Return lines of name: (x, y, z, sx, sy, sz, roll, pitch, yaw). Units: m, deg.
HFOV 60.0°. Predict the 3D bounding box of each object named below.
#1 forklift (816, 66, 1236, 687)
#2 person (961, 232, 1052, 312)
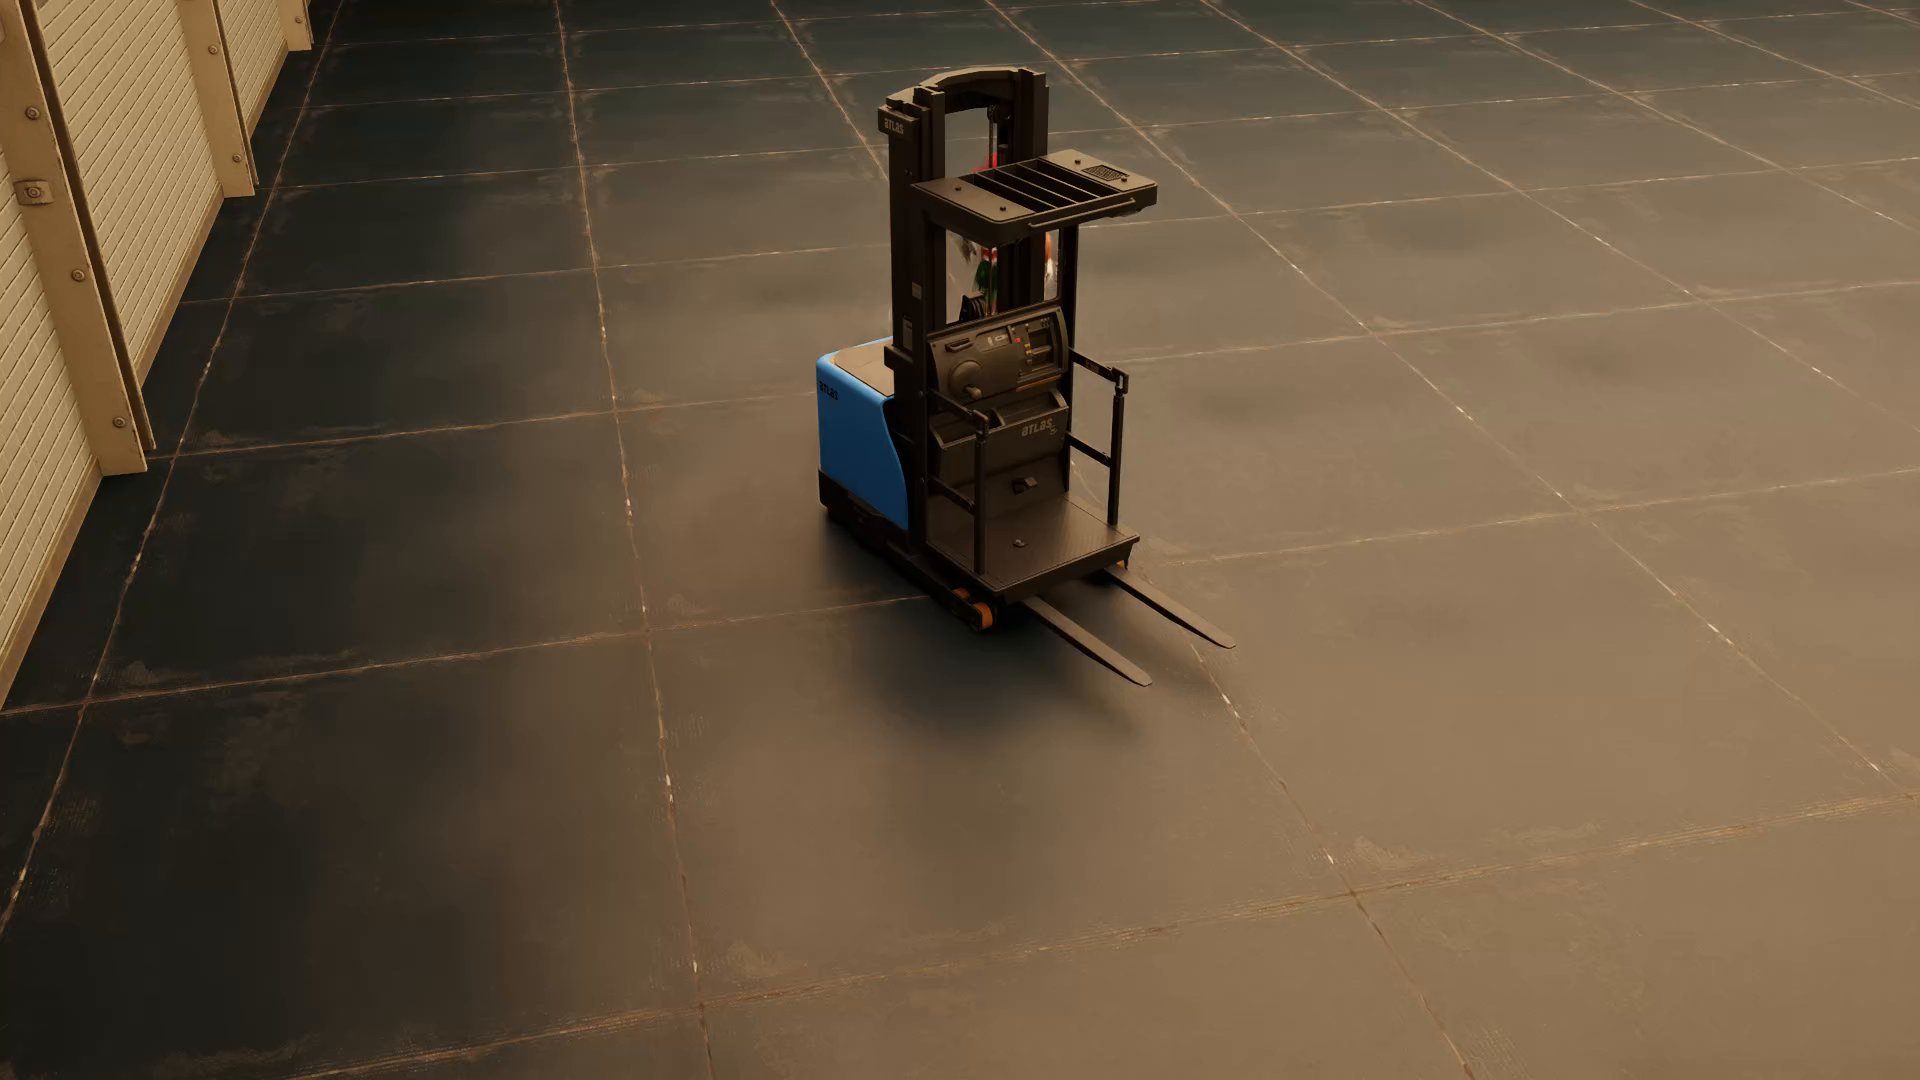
forklift: (0.355, -1.021, 9.338, 1.130, 2.935, 3.031, -20, 35, -30)
person: (0.355, -2.137, 12.431, 0.713, 1.767, 0.460, 6, 31, 10)
